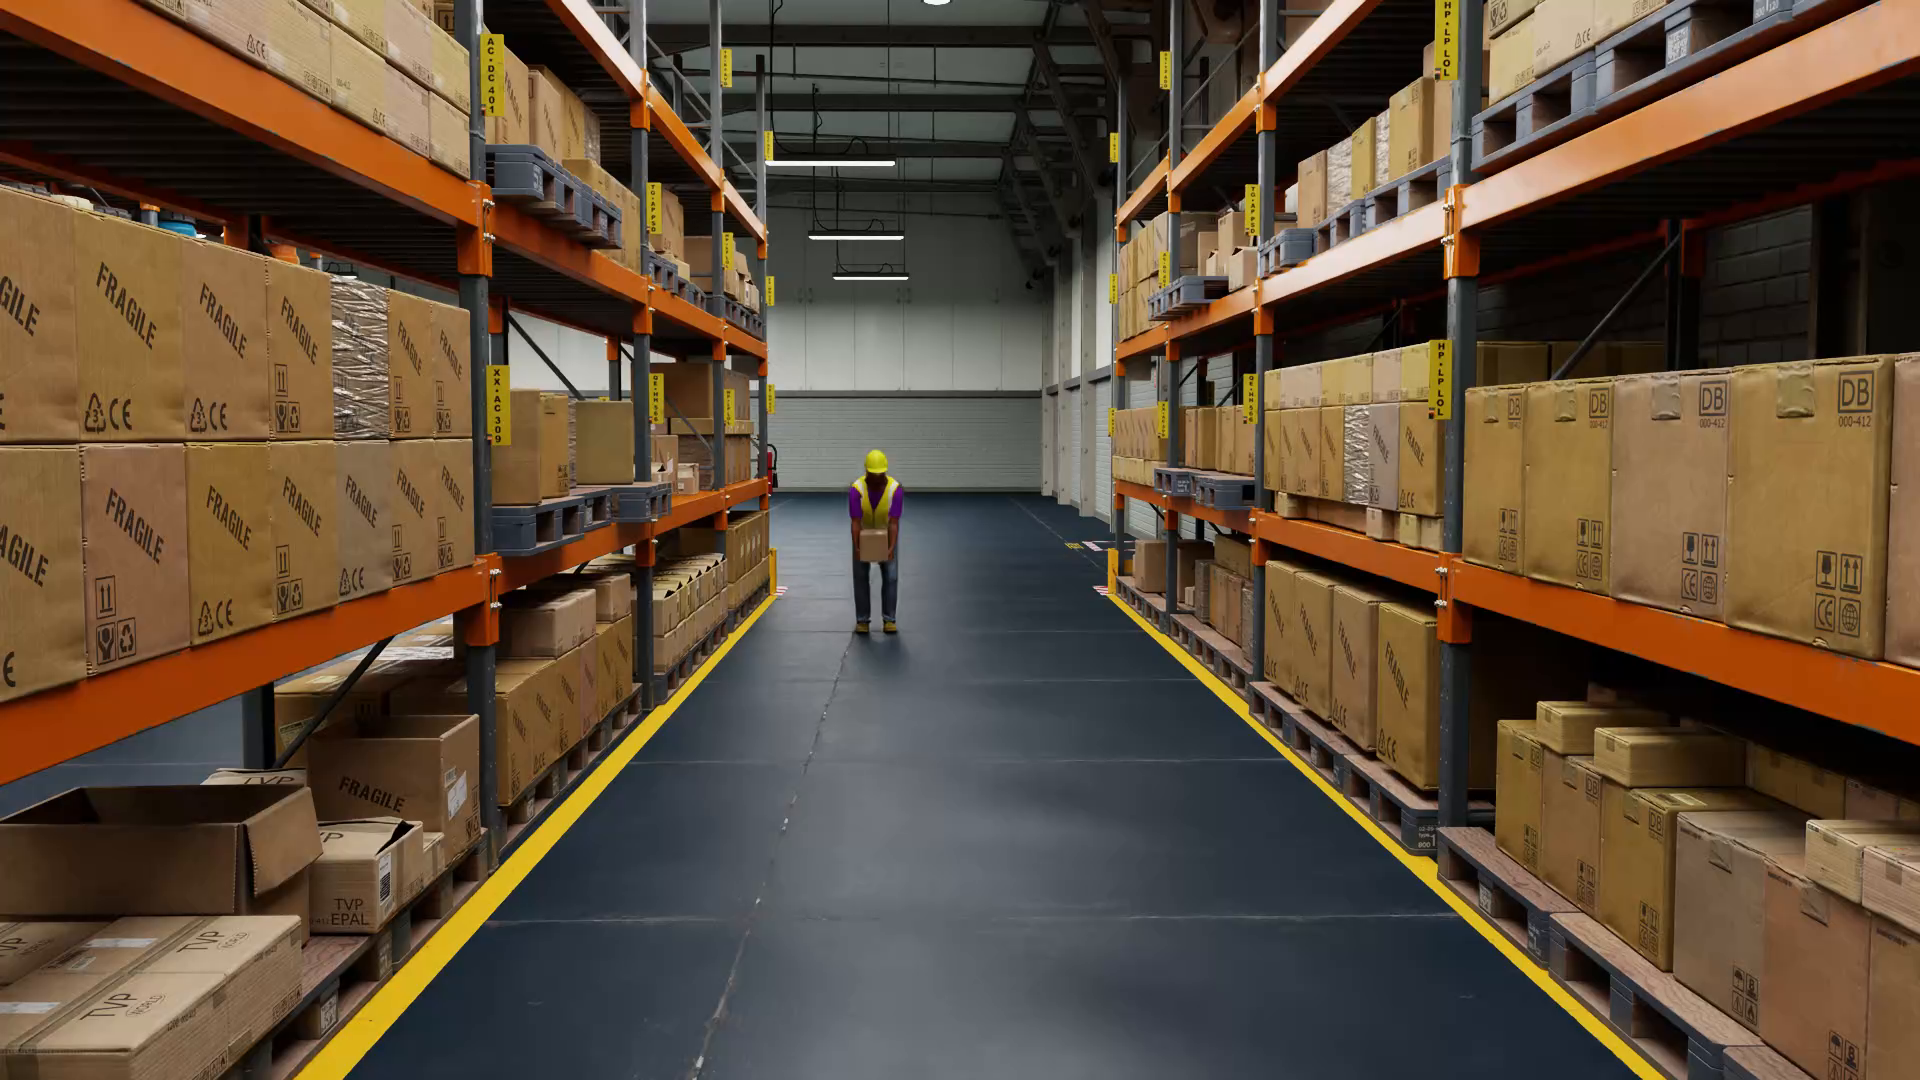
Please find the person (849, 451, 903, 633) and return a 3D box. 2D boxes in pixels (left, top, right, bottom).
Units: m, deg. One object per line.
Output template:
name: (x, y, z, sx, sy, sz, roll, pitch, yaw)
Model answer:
person: (-0.760, 0.018, 15.093, 0.483, 1.659, 0.691, 0, 4, -2)
